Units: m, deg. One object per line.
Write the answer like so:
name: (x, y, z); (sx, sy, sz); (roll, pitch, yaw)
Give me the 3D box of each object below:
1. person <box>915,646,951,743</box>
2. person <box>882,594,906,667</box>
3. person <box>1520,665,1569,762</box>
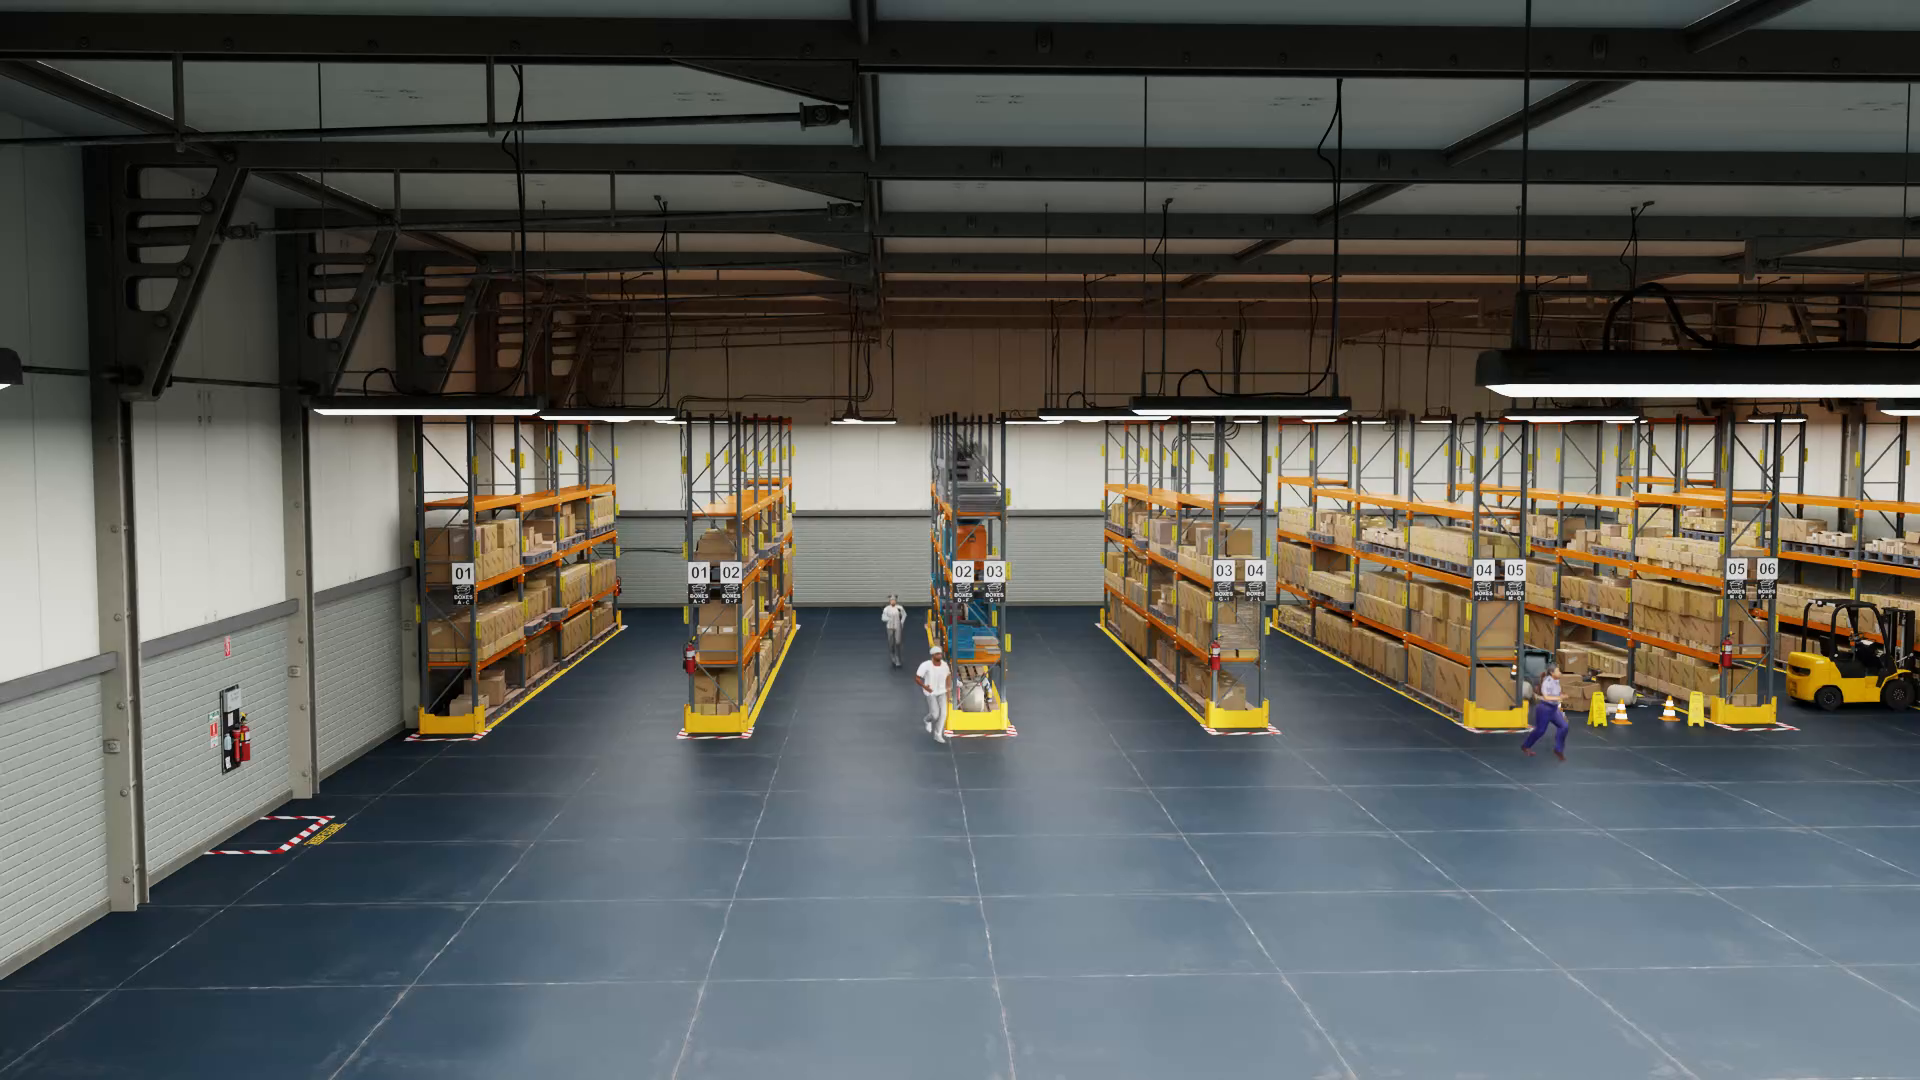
person: (-0.462, 2.802, 30.391); (0.738, 1.738, 0.657); (-2, 4, -26)
person: (-1.588, 2.166, 39.969); (0.594, 1.753, 0.753); (0, 4, -1)
person: (10.063, 2.970, 28.593); (0.832, 1.690, 0.626); (3, 5, 41)
